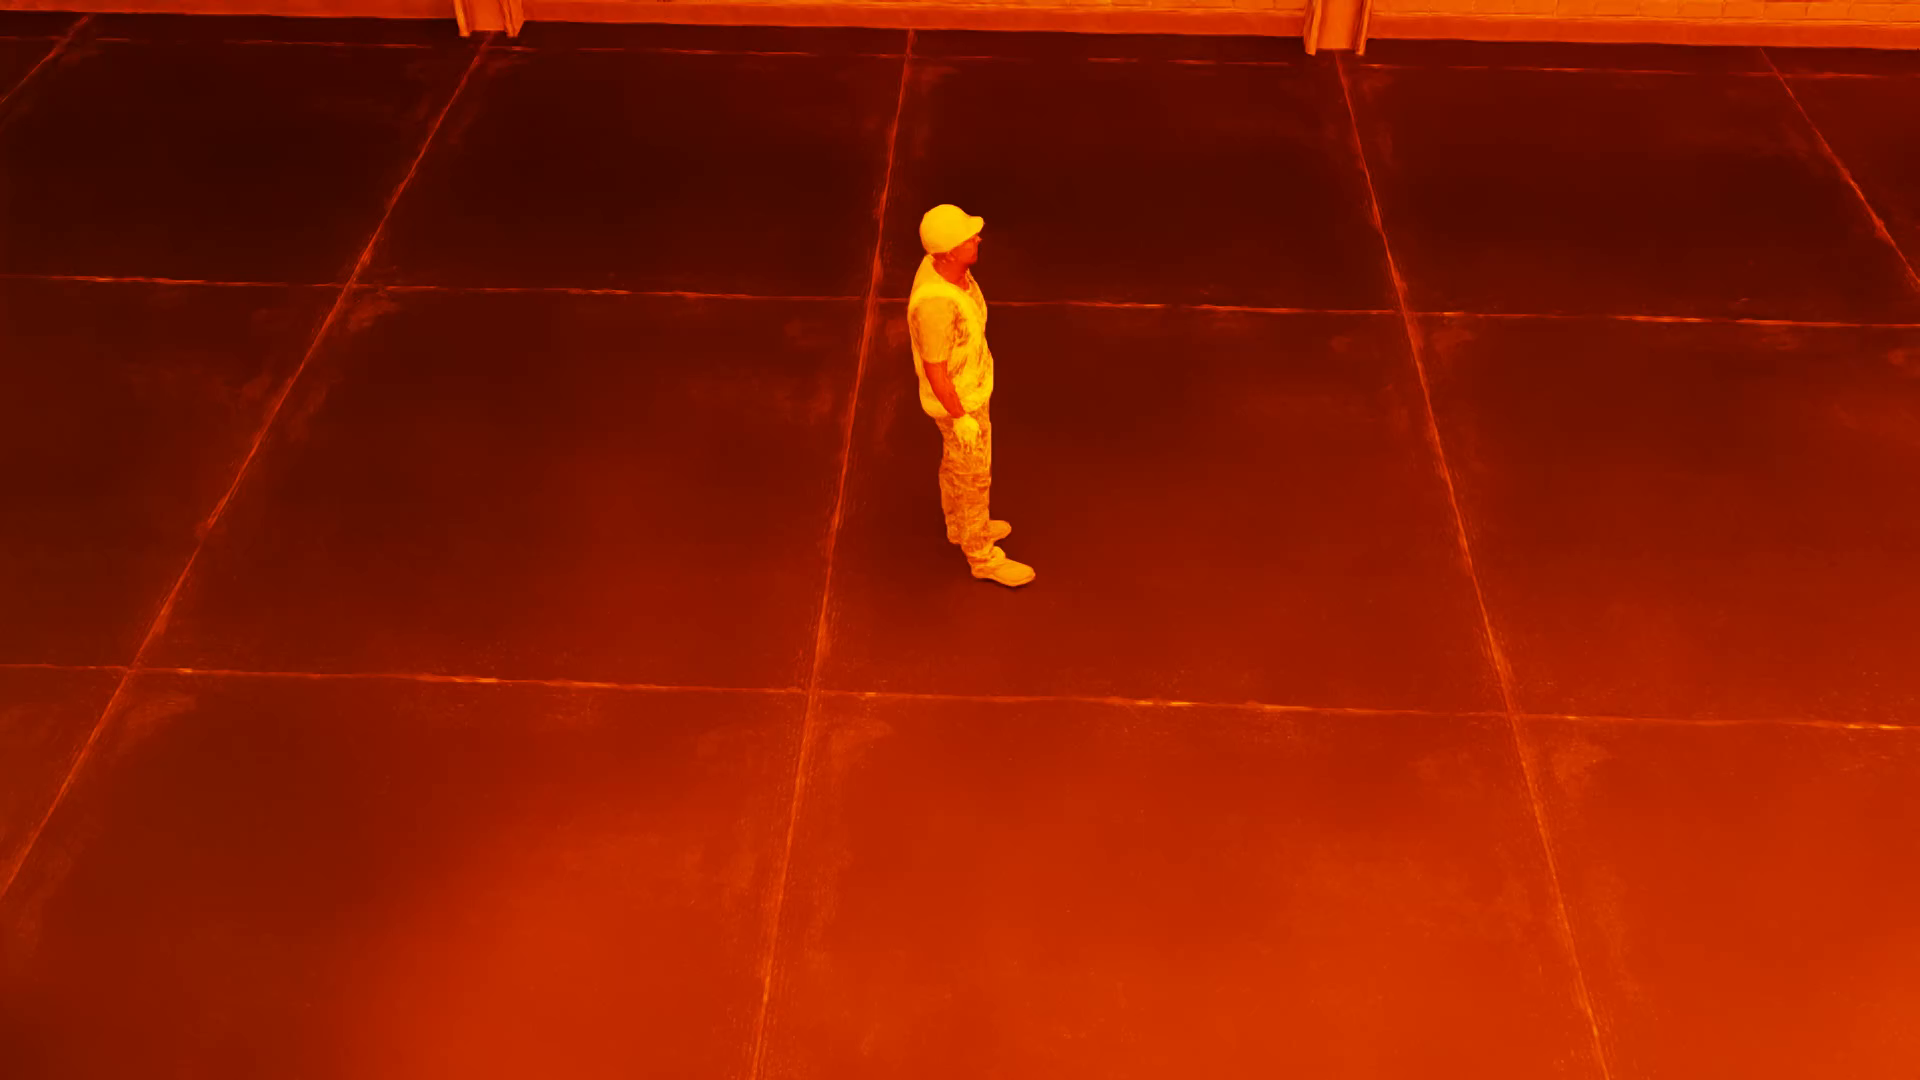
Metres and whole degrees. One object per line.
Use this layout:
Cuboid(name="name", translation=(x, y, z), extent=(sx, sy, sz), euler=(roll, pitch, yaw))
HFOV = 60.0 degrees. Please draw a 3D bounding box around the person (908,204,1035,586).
Cuboid(name="person", translation=(0.072, -0.656, 7.302), extent=(0.576, 1.782, 0.655), euler=(2, 42, 2))
